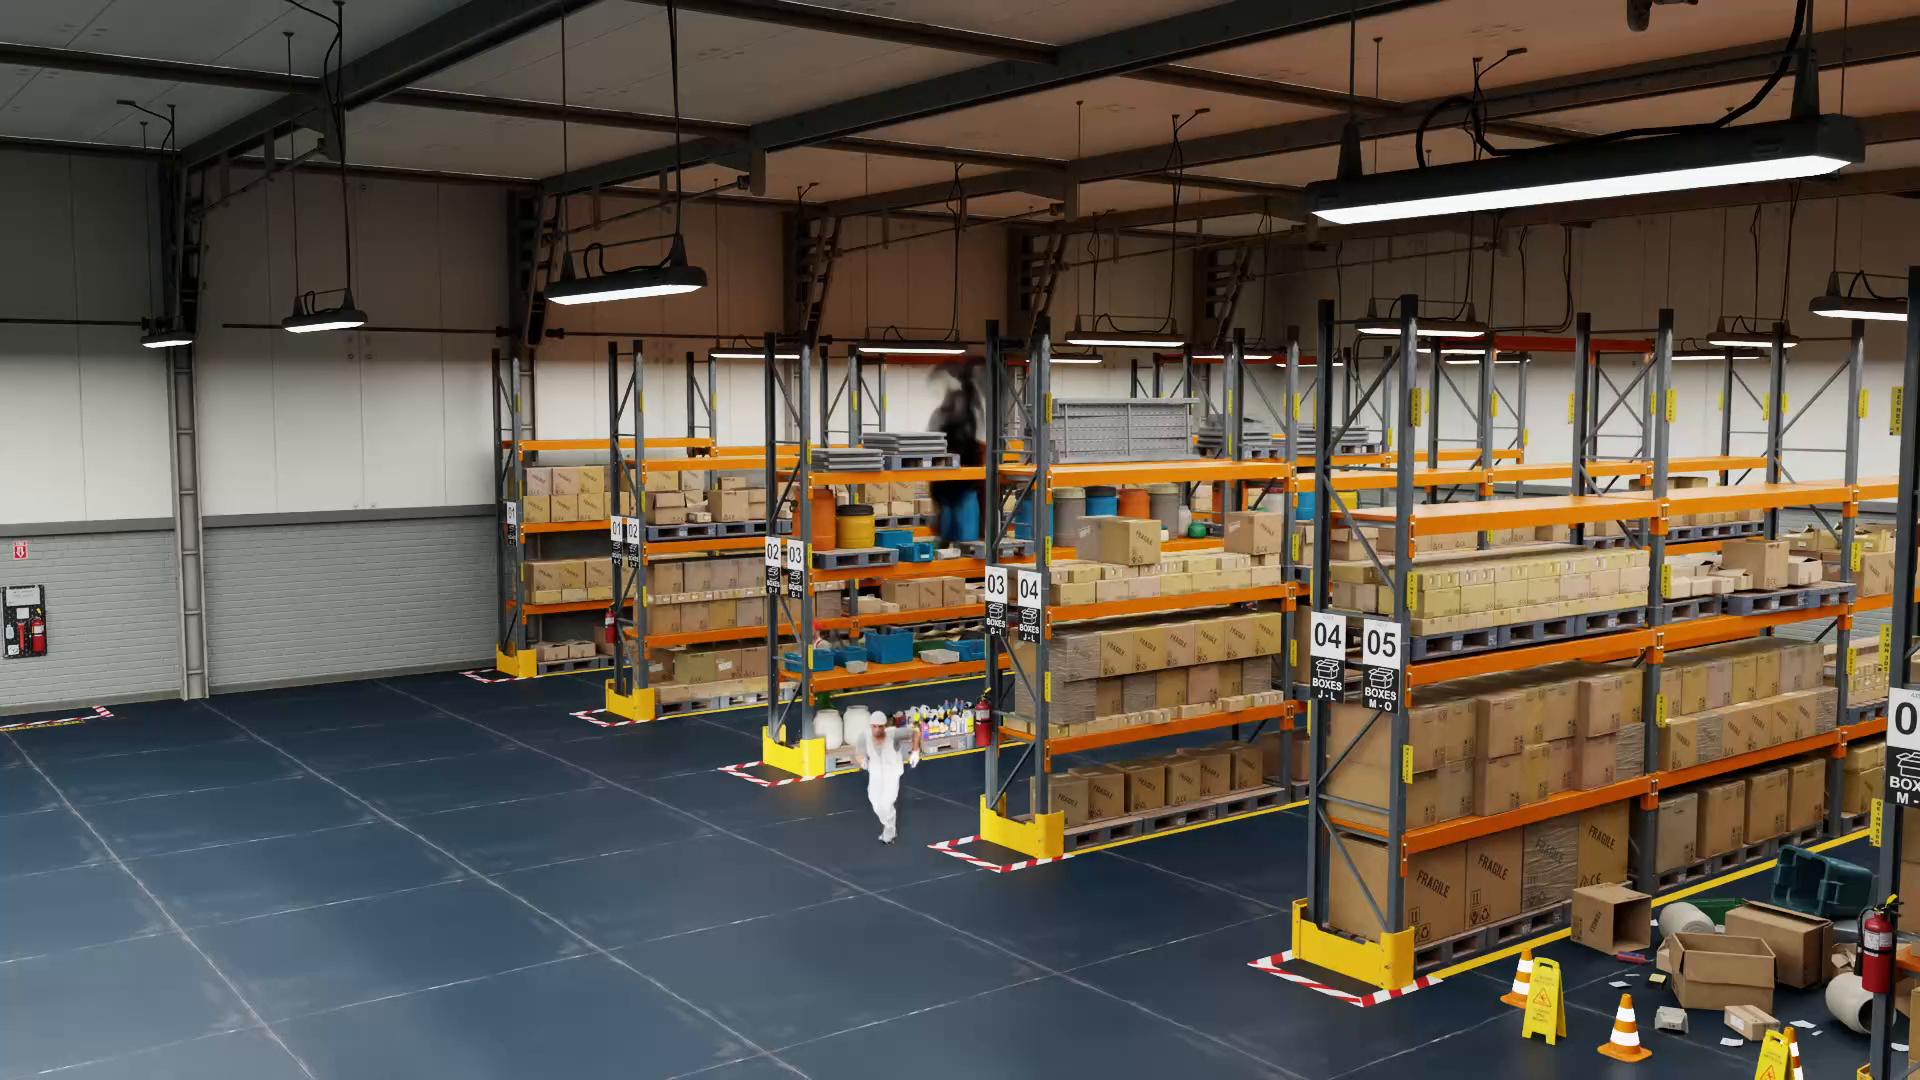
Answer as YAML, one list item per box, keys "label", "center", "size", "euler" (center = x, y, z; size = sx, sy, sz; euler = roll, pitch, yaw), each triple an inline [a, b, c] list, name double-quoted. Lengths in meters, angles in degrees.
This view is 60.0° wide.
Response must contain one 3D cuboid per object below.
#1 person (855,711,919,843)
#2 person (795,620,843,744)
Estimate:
- label: "person"
  center: [-0.825, 2.689, 18.851]
  size: [0.698, 1.608, 0.924]
  euler: [1, 5, 11]
- label: "person"
  center: [-2.116, 2.082, 24.799]
  size: [0.884, 1.803, 0.657]
  euler: [-5, 7, -44]
